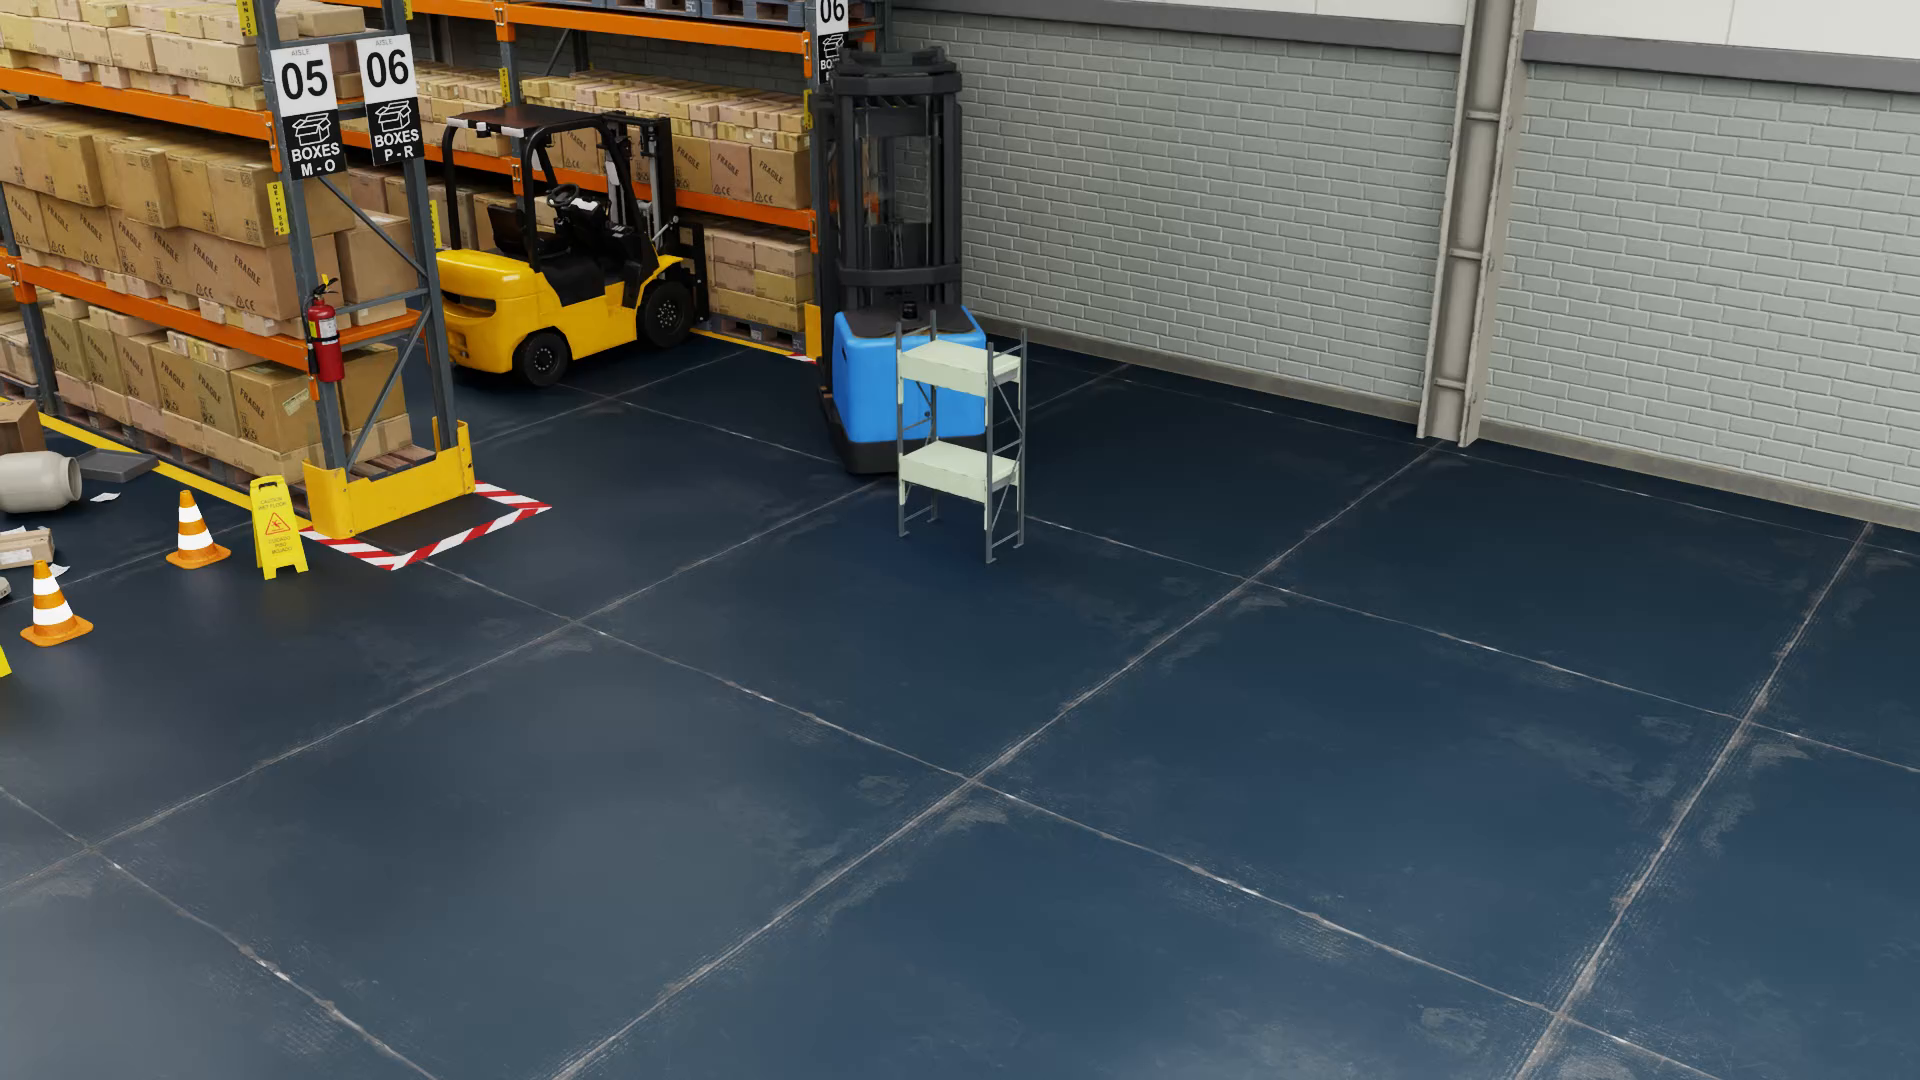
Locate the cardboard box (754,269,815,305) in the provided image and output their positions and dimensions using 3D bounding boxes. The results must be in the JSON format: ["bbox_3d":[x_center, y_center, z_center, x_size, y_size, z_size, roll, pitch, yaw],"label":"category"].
[{"bbox_3d":[-1.521,-2.357,15.149,0.500,0.250,0.500,16,29,33],"label":"cardboard box"}]

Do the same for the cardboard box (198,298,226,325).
[{"bbox_3d":[-5.031,-1.629,11.538,0.250,0.149,0.380,17,29,34],"label":"cardboard box"}]

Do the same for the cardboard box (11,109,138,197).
[{"bbox_3d":[-6.501,-2.875,12.322,0.500,0.500,0.700,17,29,34],"label":"cardboard box"}]

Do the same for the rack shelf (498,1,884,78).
[{"bbox_3d":[-2.545,-4.705,15.380,4.000,0.370,1.077,17,29,33],"label":"rack shelf"}]

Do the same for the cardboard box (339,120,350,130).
[{"bbox_3d":[-6.738,-4.734,18.461,0.500,0.250,0.500,16,28,32],"label":"cardboard box"}]

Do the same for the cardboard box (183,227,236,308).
[{"bbox_3d":[-4.916,-1.922,11.399,0.500,0.500,0.500,17,29,33],"label":"cardboard box"}]

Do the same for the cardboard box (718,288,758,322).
[{"bbox_3d":[-1.902,-2.247,15.518,0.500,0.250,0.500,17,29,33],"label":"cardboard box"}]

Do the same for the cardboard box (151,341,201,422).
[{"bbox_3d":[-5.535,-1.211,12.239,0.500,0.500,0.500,16,28,32],"label":"cardboard box"}]

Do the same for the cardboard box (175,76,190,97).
[{"bbox_3d":[-4.945,-3.037,11.013,0.250,0.149,0.380,17,29,34],"label":"cardboard box"}]

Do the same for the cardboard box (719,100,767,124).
[{"bbox_3d":[-1.953,-3.863,15.001,0.250,0.149,0.380,17,29,34],"label":"cardboard box"}]

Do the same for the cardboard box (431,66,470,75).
[{"bbox_3d":[-5.490,-5.026,18.007,0.250,0.149,0.380,17,29,34],"label":"cardboard box"}]

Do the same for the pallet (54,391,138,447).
[{"bbox_3d":[-6.560,-1.116,13.520,1.213,0.211,1.003,17,29,33],"label":"pallet"}]

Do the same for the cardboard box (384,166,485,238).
[{"bbox_3d":[-5.788,-3.744,18.452,0.625,0.625,0.875,15,28,31],"label":"cardboard box"}]

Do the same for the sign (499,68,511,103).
[{"bbox_3d":[-4.463,-4.461,16.317,0.005,0.325,0.100,17,29,33],"label":"sign"}]

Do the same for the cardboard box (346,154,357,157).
[{"bbox_3d":[-7.515,-4.353,19.989,0.500,0.500,0.500,18,30,35],"label":"cardboard box"}]

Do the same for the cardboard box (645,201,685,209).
[{"bbox_3d":[-2.824,-3.236,16.523,0.500,0.250,0.500,17,29,34],"label":"cardboard box"}]

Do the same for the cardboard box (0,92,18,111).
[{"bbox_3d":[-8.214,-3.671,14.043,0.250,0.149,0.380,19,30,36],"label":"cardboard box"}]

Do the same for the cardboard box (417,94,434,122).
[{"bbox_3d":[-5.513,-4.589,17.511,0.500,0.250,0.500,17,29,34],"label":"cardboard box"}]

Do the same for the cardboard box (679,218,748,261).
[{"bbox_3d":[-2.322,-2.820,15.580,0.500,0.250,0.500,17,29,34],"label":"cardboard box"}]

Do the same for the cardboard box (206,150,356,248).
[{"bbox_3d":[-4.458,-2.268,10.944,0.500,0.500,0.700,16,28,32],"label":"cardboard box"}]

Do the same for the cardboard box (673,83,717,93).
[{"bbox_3d":[-2.519,-4.253,15.884,0.250,0.149,0.380,18,29,35],"label":"cardboard box"}]

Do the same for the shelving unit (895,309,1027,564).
[{"bbox_3d":[0.005,-0.685,10.944,0.755,1.500,0.431,17,29,33],"label":"shelving unit"}]

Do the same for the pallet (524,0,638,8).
[{"bbox_3d":[-3.447,-5.279,15.901,1.213,0.211,1.003,17,29,33],"label":"pallet"}]

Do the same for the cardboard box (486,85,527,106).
[{"bbox_3d":[-4.551,-4.499,16.811,0.250,0.149,0.380,18,29,35],"label":"cardboard box"}]

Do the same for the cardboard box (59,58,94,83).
[{"bbox_3d":[-6.038,-3.306,11.624,0.250,0.149,0.380,16,28,32],"label":"cardboard box"}]

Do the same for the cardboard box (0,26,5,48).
[{"bbox_3d":[-6.931,-3.788,12.224,0.500,0.250,0.500,16,28,32],"label":"cardboard box"}]

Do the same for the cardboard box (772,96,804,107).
[{"bbox_3d":[-1.494,-3.940,15.175,0.250,0.149,0.380,17,29,34],"label":"cardboard box"}]

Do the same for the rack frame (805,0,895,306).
[{"bbox_3d":[-0.944,-3.178,14.742,0.127,3.000,1.000,17,29,33],"label":"rack frame"}]

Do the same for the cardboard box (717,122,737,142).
[{"bbox_3d":[-1.974,-3.712,15.026,0.250,0.149,0.380,17,29,33],"label":"cardboard box"}]

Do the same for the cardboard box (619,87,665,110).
[{"bbox_3d":[-2.989,-4.165,15.685,0.250,0.149,0.380,17,29,33],"label":"cardboard box"}]

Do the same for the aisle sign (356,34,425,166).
[{"bbox_3d":[-3.683,-2.850,10.774,0.004,0.787,0.394,17,29,33],"label":"aisle sign"}]

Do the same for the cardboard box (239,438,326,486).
[{"bbox_3d":[-4.746,-0.624,11.835,0.500,0.250,0.500,17,29,33],"label":"cardboard box"}]

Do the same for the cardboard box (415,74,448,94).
[{"bbox_3d":[-5.592,-4.798,17.491,0.250,0.149,0.380,17,29,34],"label":"cardboard box"}]

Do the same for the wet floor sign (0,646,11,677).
[{"bbox_3d":[-5.595,0.492,9.334,0.232,0.644,0.267,12,26,24],"label":"wet floor sign"}]

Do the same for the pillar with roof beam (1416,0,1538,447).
[{"bbox_3d":[1.258,-3.542,8.129,0.400,9.000,9.100,17,29,33],"label":"pillar with roof beam"}]

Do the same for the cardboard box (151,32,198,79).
[{"bbox_3d":[-4.883,-3.179,10.841,0.500,0.250,0.500,16,29,33],"label":"cardboard box"}]

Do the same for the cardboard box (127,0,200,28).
[{"bbox_3d":[-5.322,-3.526,11.135,0.250,0.149,0.380,16,28,32],"label":"cardboard box"}]

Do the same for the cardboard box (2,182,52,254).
[{"bbox_3d":[-6.934,-2.528,12.775,0.500,0.500,0.500,17,29,33],"label":"cardboard box"}]

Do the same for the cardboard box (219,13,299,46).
[{"bbox_3d":[-4.366,-3.185,10.360,0.250,0.149,0.380,17,29,34],"label":"cardboard box"}]

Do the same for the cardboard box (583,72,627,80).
[{"bbox_3d":[-3.532,-4.570,16.604,0.250,0.149,0.380,16,28,32],"label":"cardboard box"}]

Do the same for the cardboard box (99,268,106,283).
[{"bbox_3d":[-6.186,-2.024,12.435,0.250,0.149,0.380,17,29,33],"label":"cardboard box"}]

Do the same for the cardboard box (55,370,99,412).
[{"bbox_3d":[-6.809,-1.247,13.249,0.500,0.250,0.500,15,28,31],"label":"cardboard box"}]

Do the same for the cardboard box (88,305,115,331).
[{"bbox_3d":[-6.332,-1.713,12.574,0.250,0.149,0.380,18,30,35],"label":"cardboard box"}]

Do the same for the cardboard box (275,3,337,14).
[{"bbox_3d":[-4.291,-3.406,10.862,0.250,0.149,0.380,17,29,33],"label":"cardboard box"}]

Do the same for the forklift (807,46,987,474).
[{"bbox_3d":[-0.574,-2.390,13.040,1.130,2.935,3.031,-4,24,-10],"label":"forklift"}]

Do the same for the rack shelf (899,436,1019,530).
[{"bbox_3d":[0.005,-0.386,11.075,0.720,0.370,0.431,17,29,33],"label":"rack shelf"}]

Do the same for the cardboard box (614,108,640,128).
[{"bbox_3d":[-3.041,-4.007,15.695,0.250,0.149,0.380,16,28,32],"label":"cardboard box"}]

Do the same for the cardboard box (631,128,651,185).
[{"bbox_3d":[-2.724,-3.628,15.640,0.500,0.500,0.500,17,29,34],"label":"cardboard box"}]

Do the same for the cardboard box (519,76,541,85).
[{"bbox_3d":[-4.481,-4.724,17.322,0.250,0.149,0.380,16,28,32],"label":"cardboard box"}]

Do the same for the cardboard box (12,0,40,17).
[{"bbox_3d":[-6.437,-3.791,11.737,0.250,0.149,0.380,17,29,33],"label":"cardboard box"}]

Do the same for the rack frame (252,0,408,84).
[{"bbox_3d":[-3.918,-4.321,9.896,0.127,3.000,1.000,17,29,33],"label":"rack frame"}]

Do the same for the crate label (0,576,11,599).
[{"bbox_3d":[-6.096,0.317,10.360,0.298,0.136,0.250,3,24,6],"label":"crate label"}]

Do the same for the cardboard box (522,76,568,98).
[{"bbox_3d":[-4.068,-4.451,16.334,0.250,0.149,0.380,18,29,34],"label":"cardboard box"}]

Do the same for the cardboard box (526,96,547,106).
[{"bbox_3d":[-4.048,-4.326,16.419,0.250,0.149,0.380,16,29,32],"label":"cardboard box"}]

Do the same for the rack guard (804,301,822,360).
[{"bbox_3d":[-0.925,-2.028,15.233,0.348,0.500,1.175,17,29,33],"label":"rack guard"}]

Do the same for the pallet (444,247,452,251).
[{"bbox_3d":[-4.758,-3.035,17.875,1.213,0.211,1.003,17,29,33],"label":"pallet"}]
